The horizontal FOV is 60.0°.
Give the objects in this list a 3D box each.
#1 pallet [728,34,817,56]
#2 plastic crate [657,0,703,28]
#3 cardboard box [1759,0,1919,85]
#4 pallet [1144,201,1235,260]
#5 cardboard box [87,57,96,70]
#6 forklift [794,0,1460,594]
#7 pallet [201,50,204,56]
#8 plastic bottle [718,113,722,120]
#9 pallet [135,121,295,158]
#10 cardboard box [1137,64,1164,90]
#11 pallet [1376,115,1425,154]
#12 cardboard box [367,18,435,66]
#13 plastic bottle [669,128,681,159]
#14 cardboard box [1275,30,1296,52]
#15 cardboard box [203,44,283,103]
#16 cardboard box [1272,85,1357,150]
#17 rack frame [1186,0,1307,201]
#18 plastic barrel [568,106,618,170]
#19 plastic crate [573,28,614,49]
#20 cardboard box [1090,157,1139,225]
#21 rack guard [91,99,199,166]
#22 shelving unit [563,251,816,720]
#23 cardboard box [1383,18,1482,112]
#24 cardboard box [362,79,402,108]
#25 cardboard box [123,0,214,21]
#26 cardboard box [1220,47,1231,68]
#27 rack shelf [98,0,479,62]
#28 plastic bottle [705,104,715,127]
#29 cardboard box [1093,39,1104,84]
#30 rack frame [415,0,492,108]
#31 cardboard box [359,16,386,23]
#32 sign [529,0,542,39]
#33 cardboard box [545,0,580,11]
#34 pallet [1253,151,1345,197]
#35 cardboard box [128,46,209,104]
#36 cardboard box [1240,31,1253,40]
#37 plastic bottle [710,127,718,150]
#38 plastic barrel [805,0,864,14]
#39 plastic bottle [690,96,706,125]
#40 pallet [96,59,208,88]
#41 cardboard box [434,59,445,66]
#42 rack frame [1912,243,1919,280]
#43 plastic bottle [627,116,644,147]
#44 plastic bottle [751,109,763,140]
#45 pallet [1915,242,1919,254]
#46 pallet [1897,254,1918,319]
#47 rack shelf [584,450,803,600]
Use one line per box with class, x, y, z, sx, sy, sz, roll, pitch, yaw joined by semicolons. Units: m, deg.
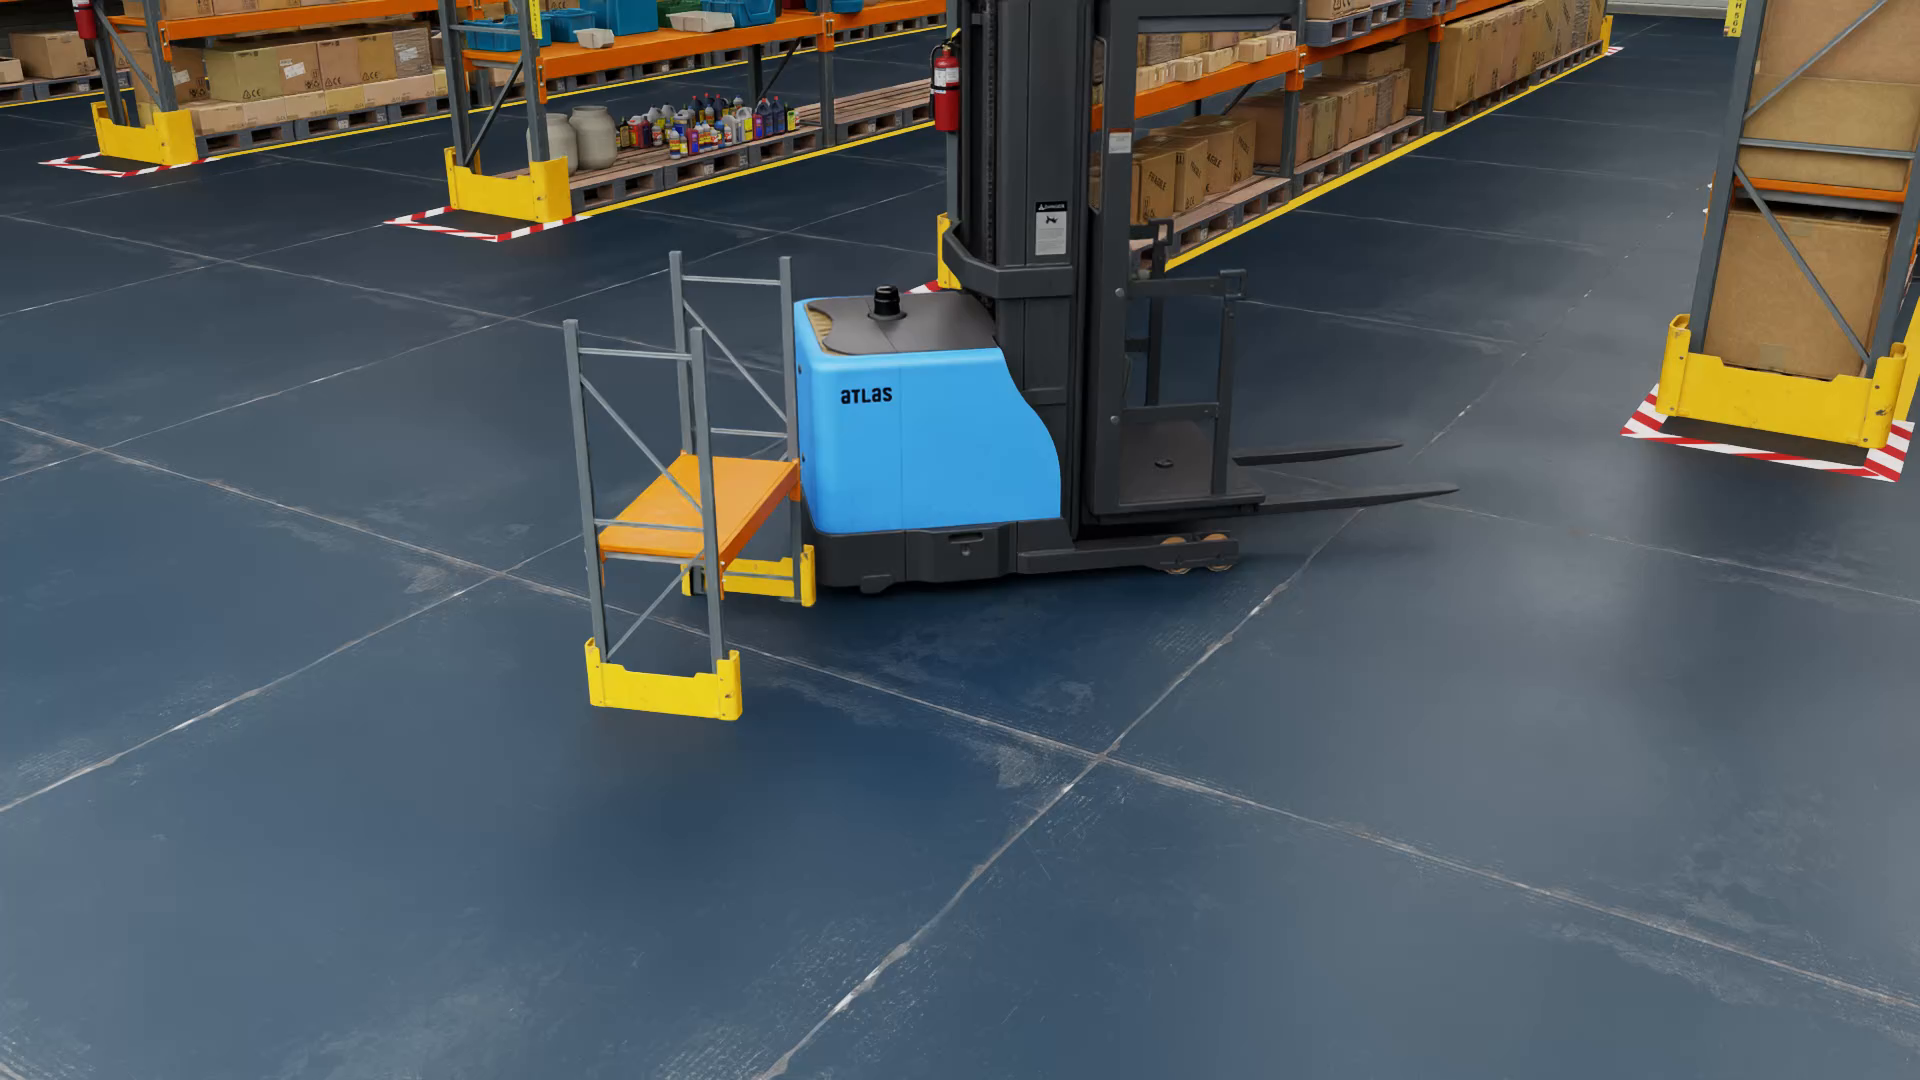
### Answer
pallet;-2.762;-7.266;24.269;1.003;0.211;1.213;14;27;29
plastic crate;-2.691;-5.006;15.805;0.450;0.188;0.662;14;27;29
cardboard box;4.751;-2.723;8.715;0.875;0.550;0.550;14;27;29
pallet;1.505;-2.537;13.346;1.003;0.211;1.213;14;27;29
cardboard box;-11.013;-5.937;20.723;0.380;0.149;0.250;12;26;25
forklift;0.779;-1.391;7.273;3.031;2.935;1.130;-4;24;-10
pallet;-9.743;-6.562;22.643;1.003;0.211;1.213;14;27;29
plastic bottle;-2.282;-3.974;16.021;0.061;0.283;0.133;14;27;29
pallet;-7.684;-4.179;17.138;1.003;0.211;1.213;14;27;29
cardboard box;1.260;-3.379;12.095;0.380;0.149;0.250;14;27;29
pallet;4.169;-4.272;17.351;1.003;0.211;1.213;14;27;29
cardboard box;-6.452;-5.726;19.190;0.500;0.500;0.500;14;27;29
plastic bottle;-2.624;-3.649;15.284;0.097;0.271;0.097;0;23;0
cardboard box;2.609;-4.215;14.027;0.380;0.149;0.250;14;27;29
cardboard box;-7.318;-4.770;16.982;0.500;0.500;0.500;14;27;29
cardboard box;3.377;-4.068;15.964;0.700;0.500;0.500;11;26;24
rack frame;2.472;-4.465;14.287;1.000;3.000;0.127;14;27;29
plastic barrel;-3.299;-3.611;14.918;0.421;0.512;0.421;0;23;0
plastic crate;-3.100;-4.266;14.161;0.298;0.136;0.250;14;27;29
cardboard box;0.992;-2.576;12.543;0.500;0.500;0.500;-20;31;-39
rack guard;-8.064;-4.037;16.445;1.175;0.500;0.348;14;27;29
shelving unit;-1.011;-0.249;6.436;0.587;1.500;1.083;5;24;11
cardboard box;4.964;-5.261;18.273;1.225;0.875;0.875;12;26;27
cardboard box;-6.524;-4.932;18.299;0.500;0.250;0.500;14;27;29
cardboard box;-7.795;-5.393;16.305;0.700;0.500;0.500;14;27;29
cardboard box;1.907;-3.804;13.077;0.380;0.149;0.250;14;27;29
rack shelf;-6.997;-5.537;17.669;1.077;0.370;4.000;14;27;29
plastic bottle;-2.488;-4.193;16.540;0.097;0.271;0.097;0;23;0
cardboard box;0.676;-3.477;11.505;0.875;0.500;0.500;14;27;29
rack frame;-5.942;-6.542;19.086;1.000;3.000;0.127;14;27;29
cardboard box;-8.748;-7.580;24.077;0.700;0.500;0.500;14;27;29
sign;-3.381;-4.163;13.242;0.100;0.325;0.005;14;27;29
cardboard box;-6.631;-8.938;26.797;0.750;0.750;0.750;15;27;31
pallet;2.882;-3.448;15.449;1.003;0.211;1.213;14;27;29
cardboard box;-8.022;-4.710;16.843;0.500;0.500;0.500;14;27;29
cardboard box;1.889;-4.347;13.515;0.875;0.500;0.500;14;27;29
plastic bottle;-2.339;-3.800;15.720;0.097;0.201;0.097;0;23;0
plastic barrel;-1.274;-5.800;16.740;0.600;0.901;0.708;14;27;29
plastic bottle;-2.614;-4.240;16.548;0.144;0.351;0.185;13;26;27
pallet;-10.476;-6.065;21.494;1.003;0.211;1.213;14;27;29
cardboard box;-5.969;-5.673;20.012;0.500;0.250;0.500;14;27;28
rack frame;6.633;-3.391;11.808;1.000;3.000;0.127;14;27;29
plastic bottle;-3.093;-3.896;15.847;0.152;0.276;0.135;14;27;29
plastic bottle;-1.982;-4.052;16.199;0.061;0.283;0.133;16;28;32
pallet;6.976;-2.388;13.000;1.003;0.211;1.213;14;27;29
pallet;6.165;-1.871;11.807;1.003;0.211;1.213;14;27;29
rack shelf;-1.013;-0.080;6.500;0.538;0.185;1.000;5;24;11
